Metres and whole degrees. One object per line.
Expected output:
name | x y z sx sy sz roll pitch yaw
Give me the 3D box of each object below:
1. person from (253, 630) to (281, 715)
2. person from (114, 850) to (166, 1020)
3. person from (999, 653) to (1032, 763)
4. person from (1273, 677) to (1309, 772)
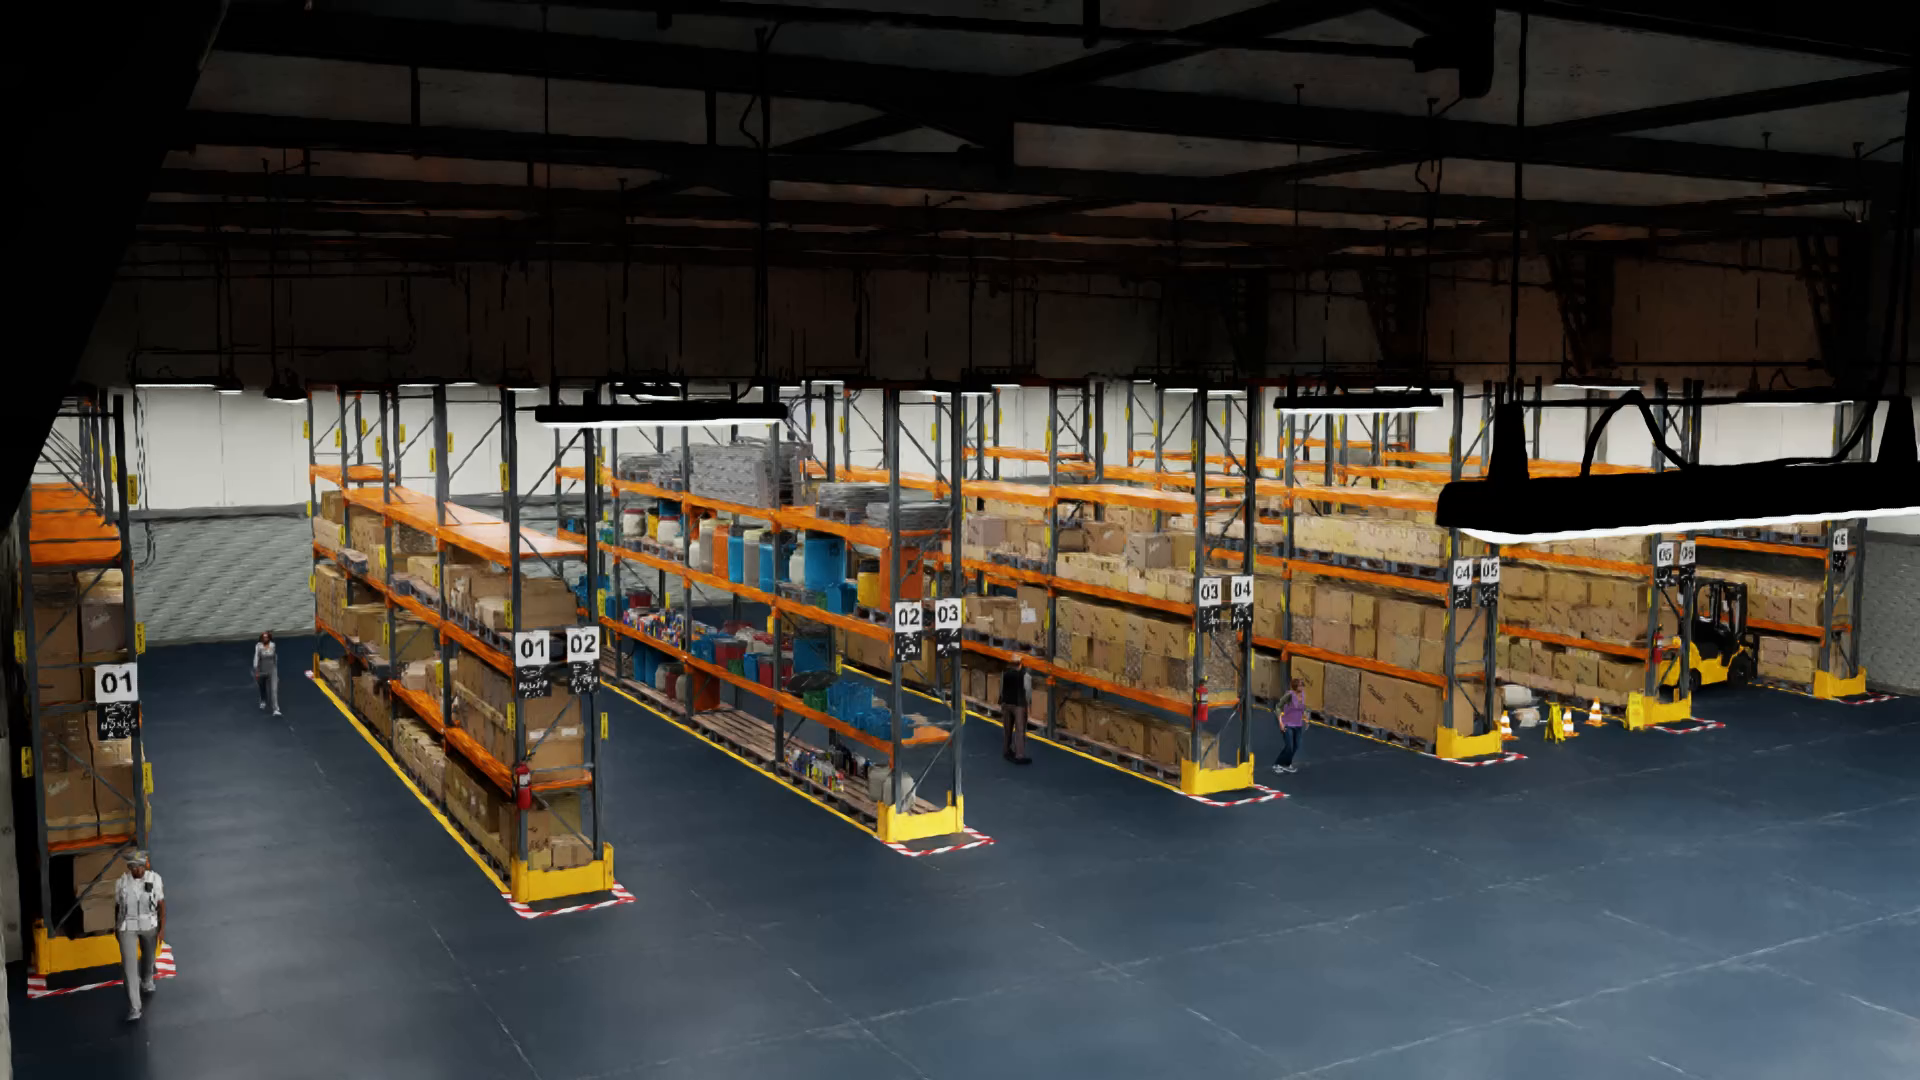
person | -12.542 2.369 30.062 0.417 1.517 1.032 -3 7 -26
person | -8.038 3.792 16.327 0.445 1.587 1.091 -4 7 -31
person | 0.904 2.648 26.466 0.586 1.730 0.448 3 7 29
person | 5.099 2.846 25.665 0.566 1.541 0.519 -4 7 -31
